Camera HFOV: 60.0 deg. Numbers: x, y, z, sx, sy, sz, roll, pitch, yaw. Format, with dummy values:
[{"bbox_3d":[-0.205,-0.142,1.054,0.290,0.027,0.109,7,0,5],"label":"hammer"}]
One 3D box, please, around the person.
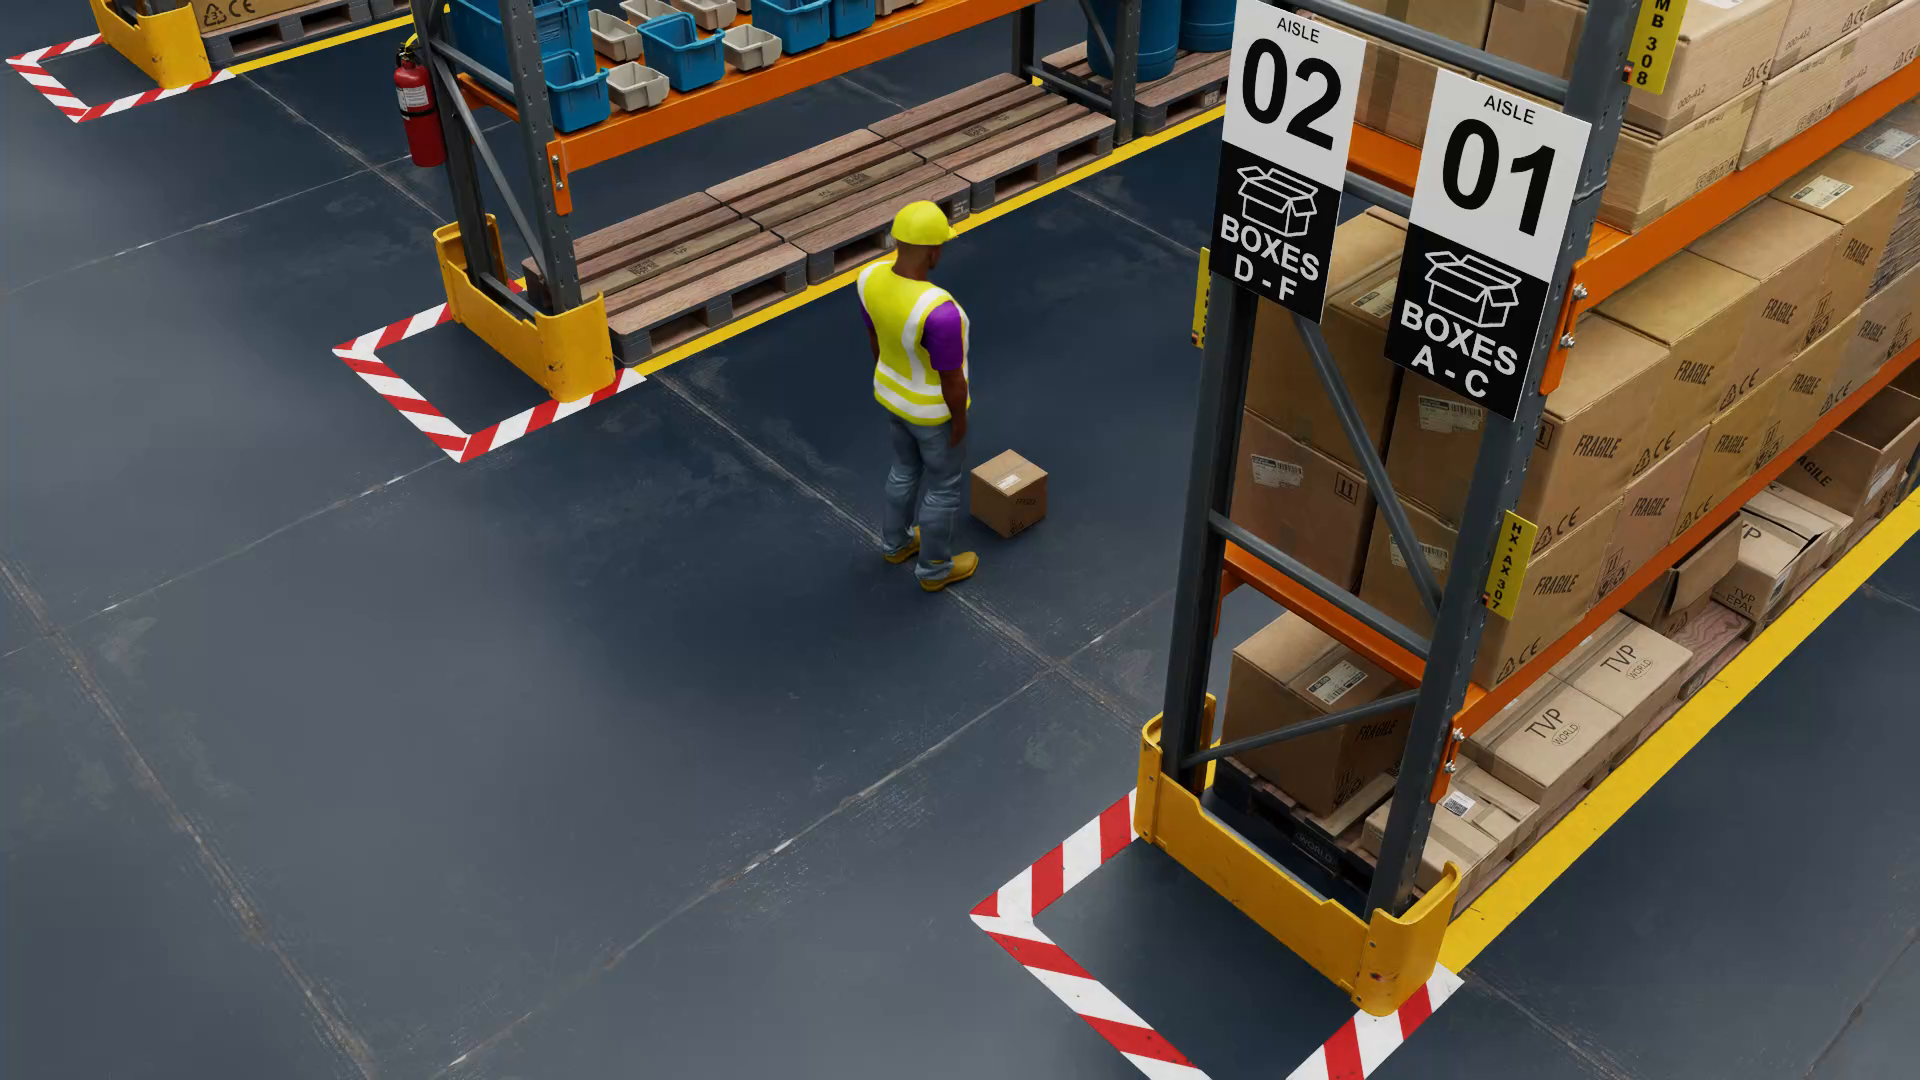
[{"bbox_3d":[-0.164,-0.586,6.849,0.363,1.759,0.567,-29,48,-31],"label":"person"}]
